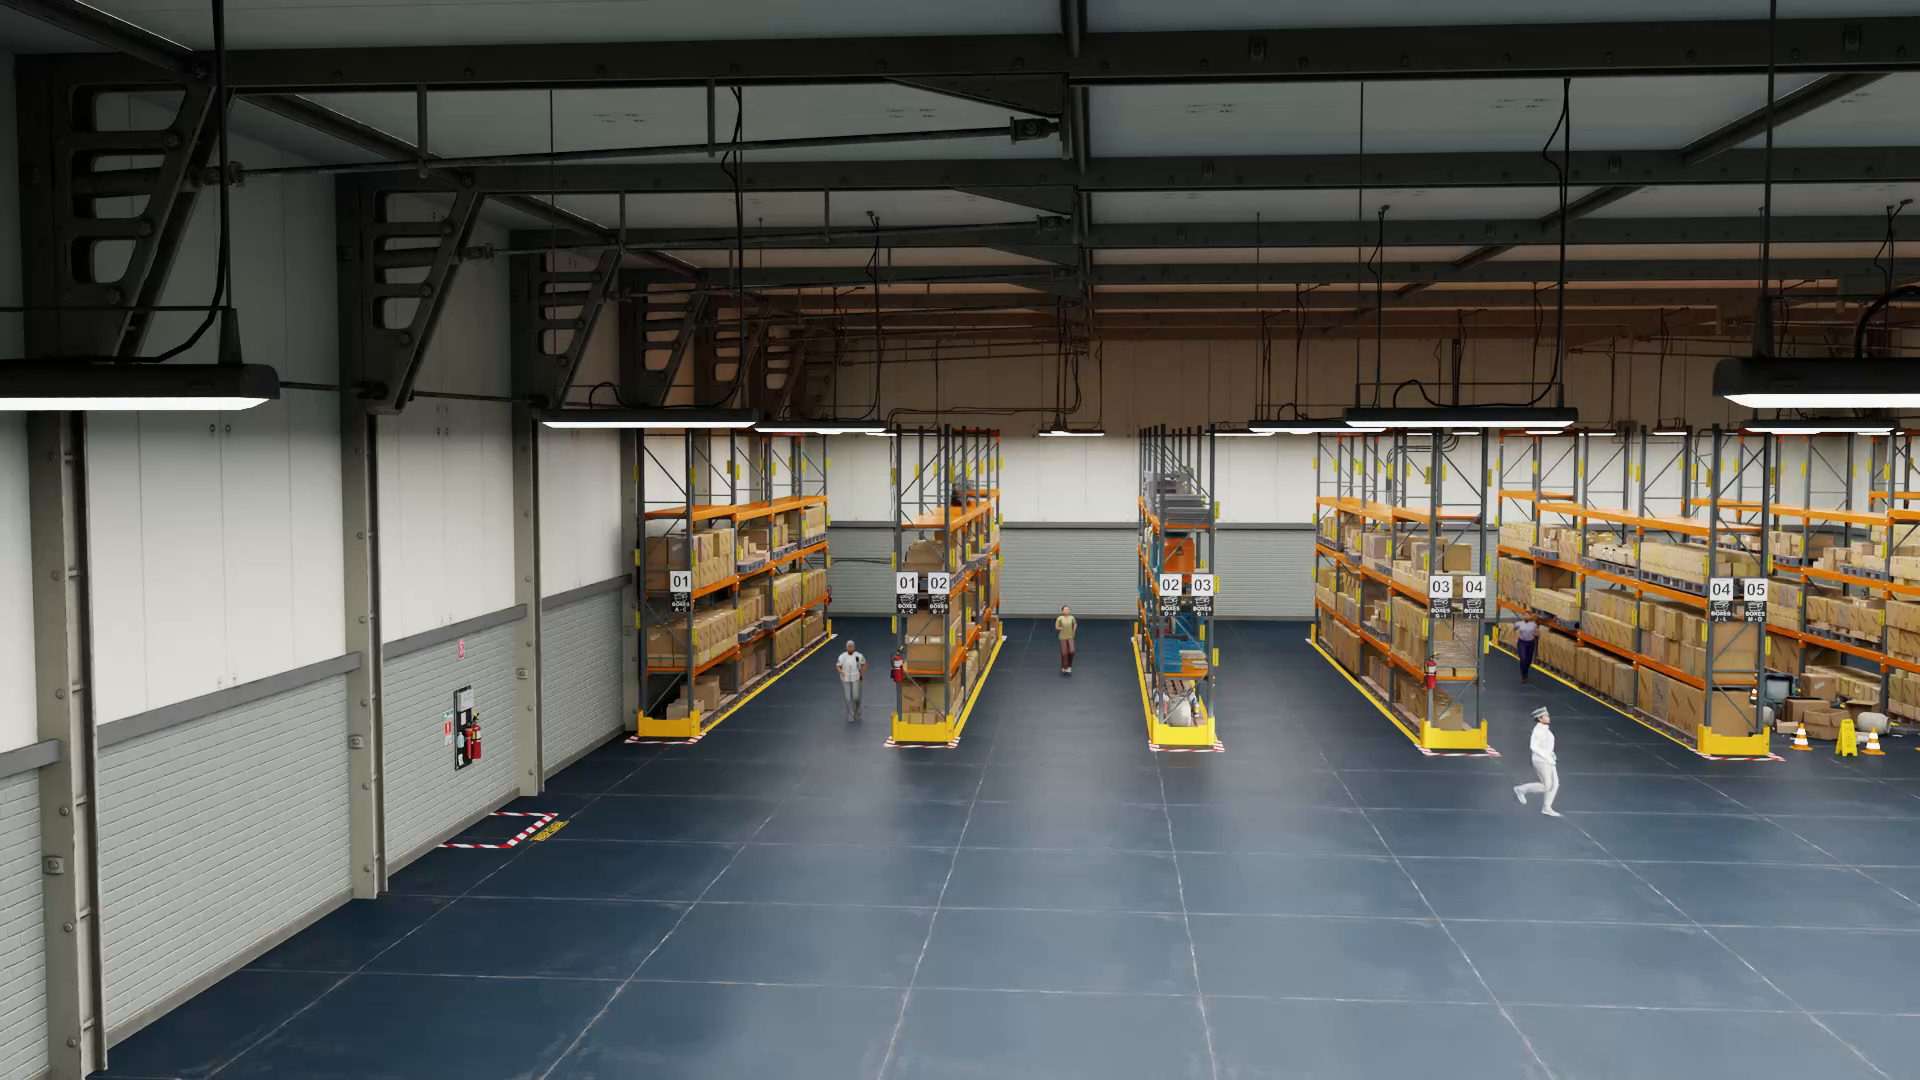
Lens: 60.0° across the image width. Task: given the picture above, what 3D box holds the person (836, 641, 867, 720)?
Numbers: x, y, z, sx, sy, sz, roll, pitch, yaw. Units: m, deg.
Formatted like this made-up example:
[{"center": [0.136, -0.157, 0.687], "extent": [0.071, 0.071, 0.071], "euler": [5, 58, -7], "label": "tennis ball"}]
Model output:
[{"center": [-2.214, 2.852, 33.678], "extent": [0.603, 1.628, 0.573], "euler": [0, 3, 3], "label": "person"}]

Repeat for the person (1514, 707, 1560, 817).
[{"center": [8.830, 3.362, 25.362], "extent": [0.676, 1.672, 0.625], "euler": [2, 4, 30], "label": "person"}]

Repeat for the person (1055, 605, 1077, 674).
[{"center": [2.600, 2.429, 40.520], "extent": [0.561, 1.679, 0.620], "euler": [0, 3, -5], "label": "person"}]

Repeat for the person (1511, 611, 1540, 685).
[{"center": [13.324, 2.514, 39.132], "extent": [0.594, 1.665, 0.857], "euler": [0, 3, 2], "label": "person"}]
